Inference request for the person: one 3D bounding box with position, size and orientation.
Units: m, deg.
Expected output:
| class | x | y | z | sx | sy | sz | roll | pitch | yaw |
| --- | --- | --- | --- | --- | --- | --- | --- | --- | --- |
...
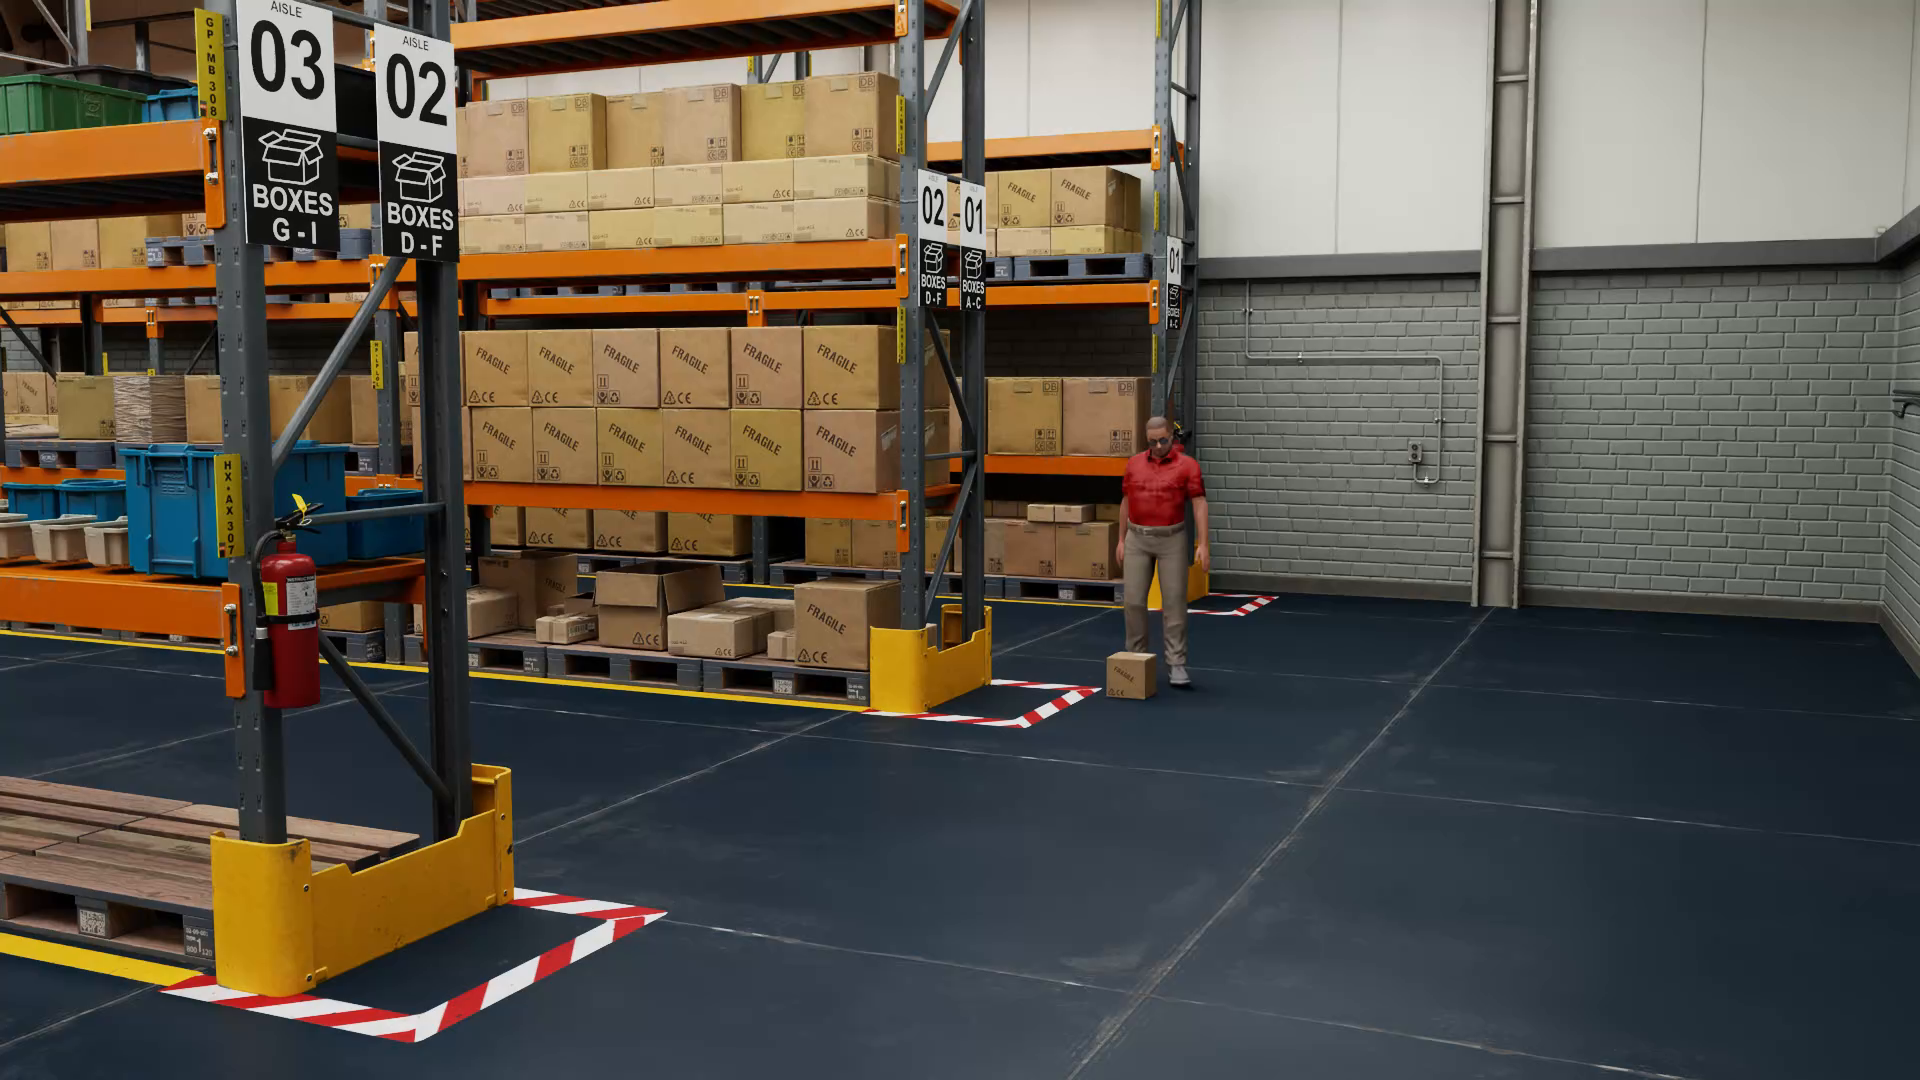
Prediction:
| class | x | y | z | sx | sy | sz | roll | pitch | yaw |
| --- | --- | --- | --- | --- | --- | --- | --- | --- | --- |
| person | 1.307 | 0.084 | 10.824 | 0.662 | 1.773 | 0.395 | 2 | 6 | 18 |
